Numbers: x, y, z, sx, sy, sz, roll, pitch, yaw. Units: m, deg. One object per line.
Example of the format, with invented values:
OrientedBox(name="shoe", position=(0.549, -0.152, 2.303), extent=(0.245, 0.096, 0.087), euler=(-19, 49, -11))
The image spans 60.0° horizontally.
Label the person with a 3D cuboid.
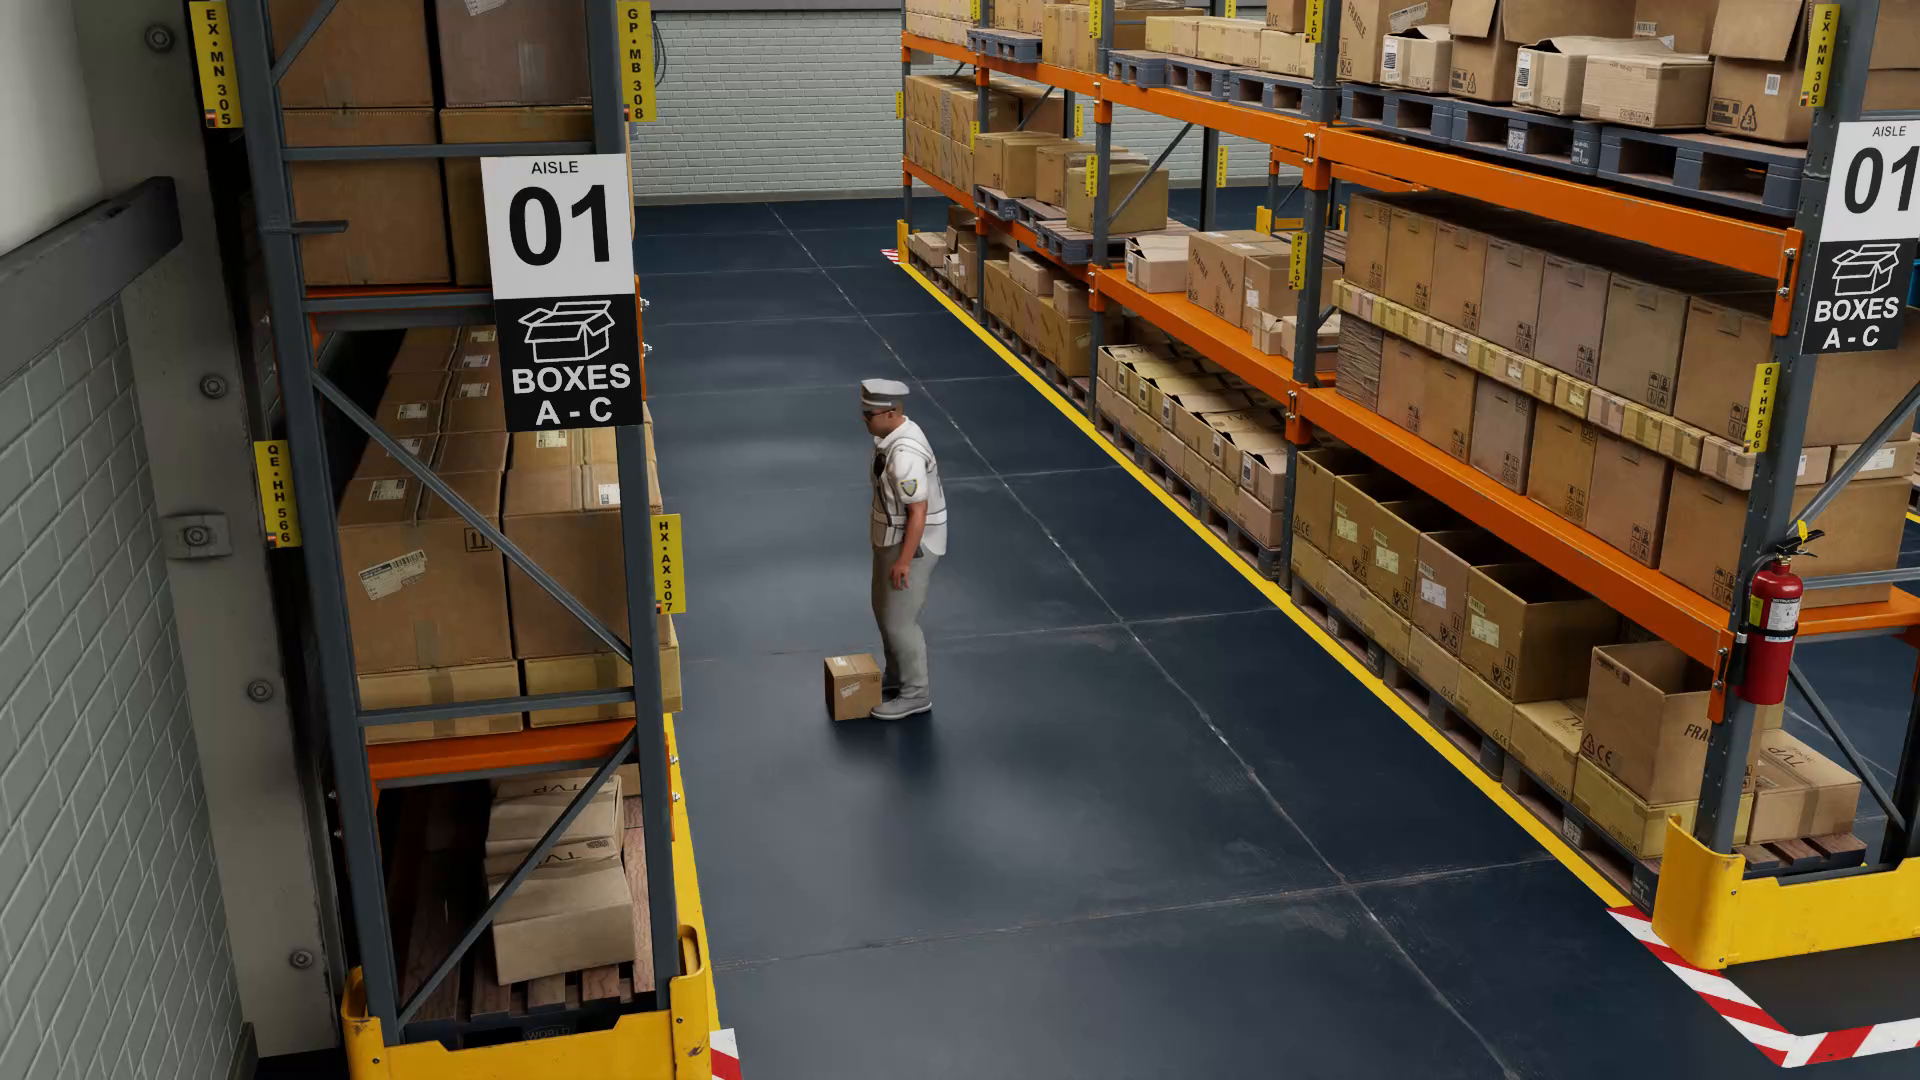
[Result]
OrientedBox(name="person", position=(-0.295, 0.030, 8.473), extent=(0.432, 1.748, 0.585), euler=(-5, 20, -13))
